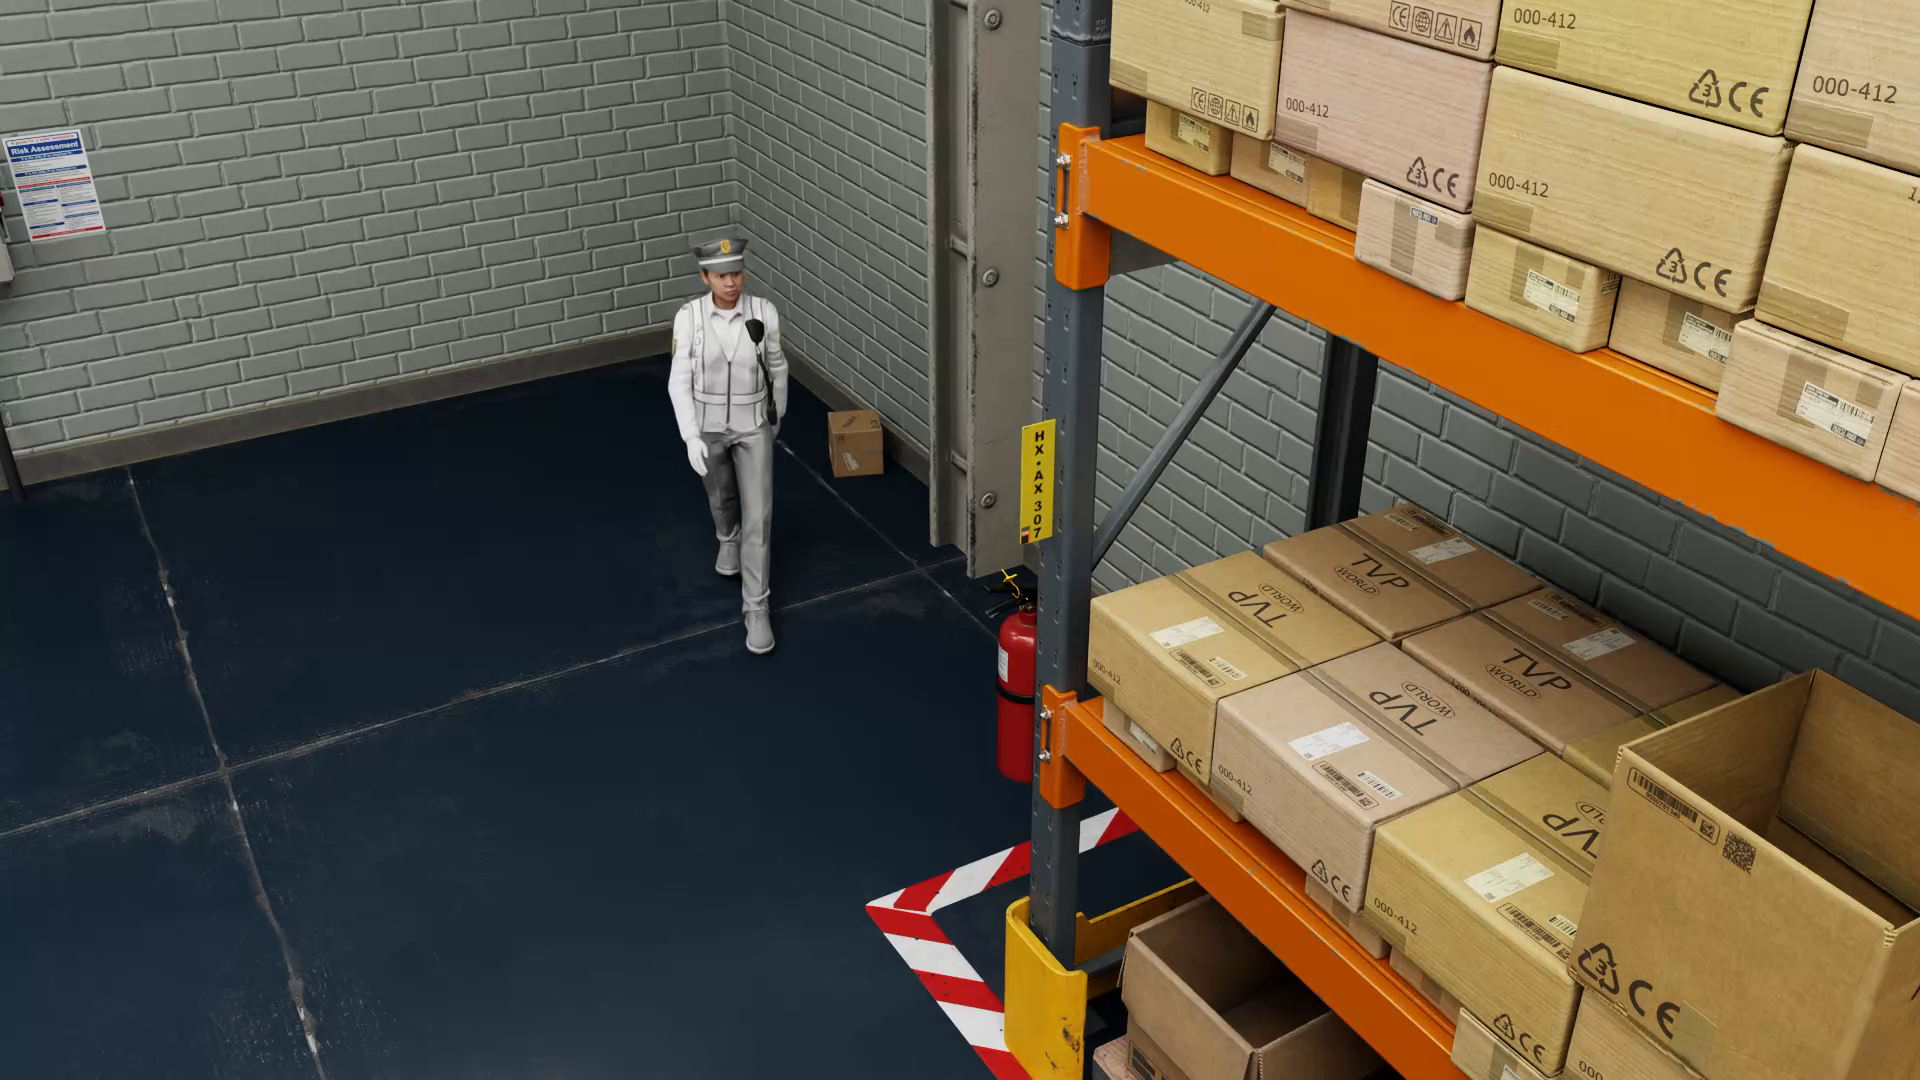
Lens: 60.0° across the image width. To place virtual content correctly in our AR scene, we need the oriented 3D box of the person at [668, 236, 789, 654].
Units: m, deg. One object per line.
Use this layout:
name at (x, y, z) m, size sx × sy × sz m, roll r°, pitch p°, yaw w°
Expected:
person at (-0.942, -0.450, 6.874) m, size 0.489 × 1.635 × 0.956 m, roll -3°, pitch 29°, yaw -5°
